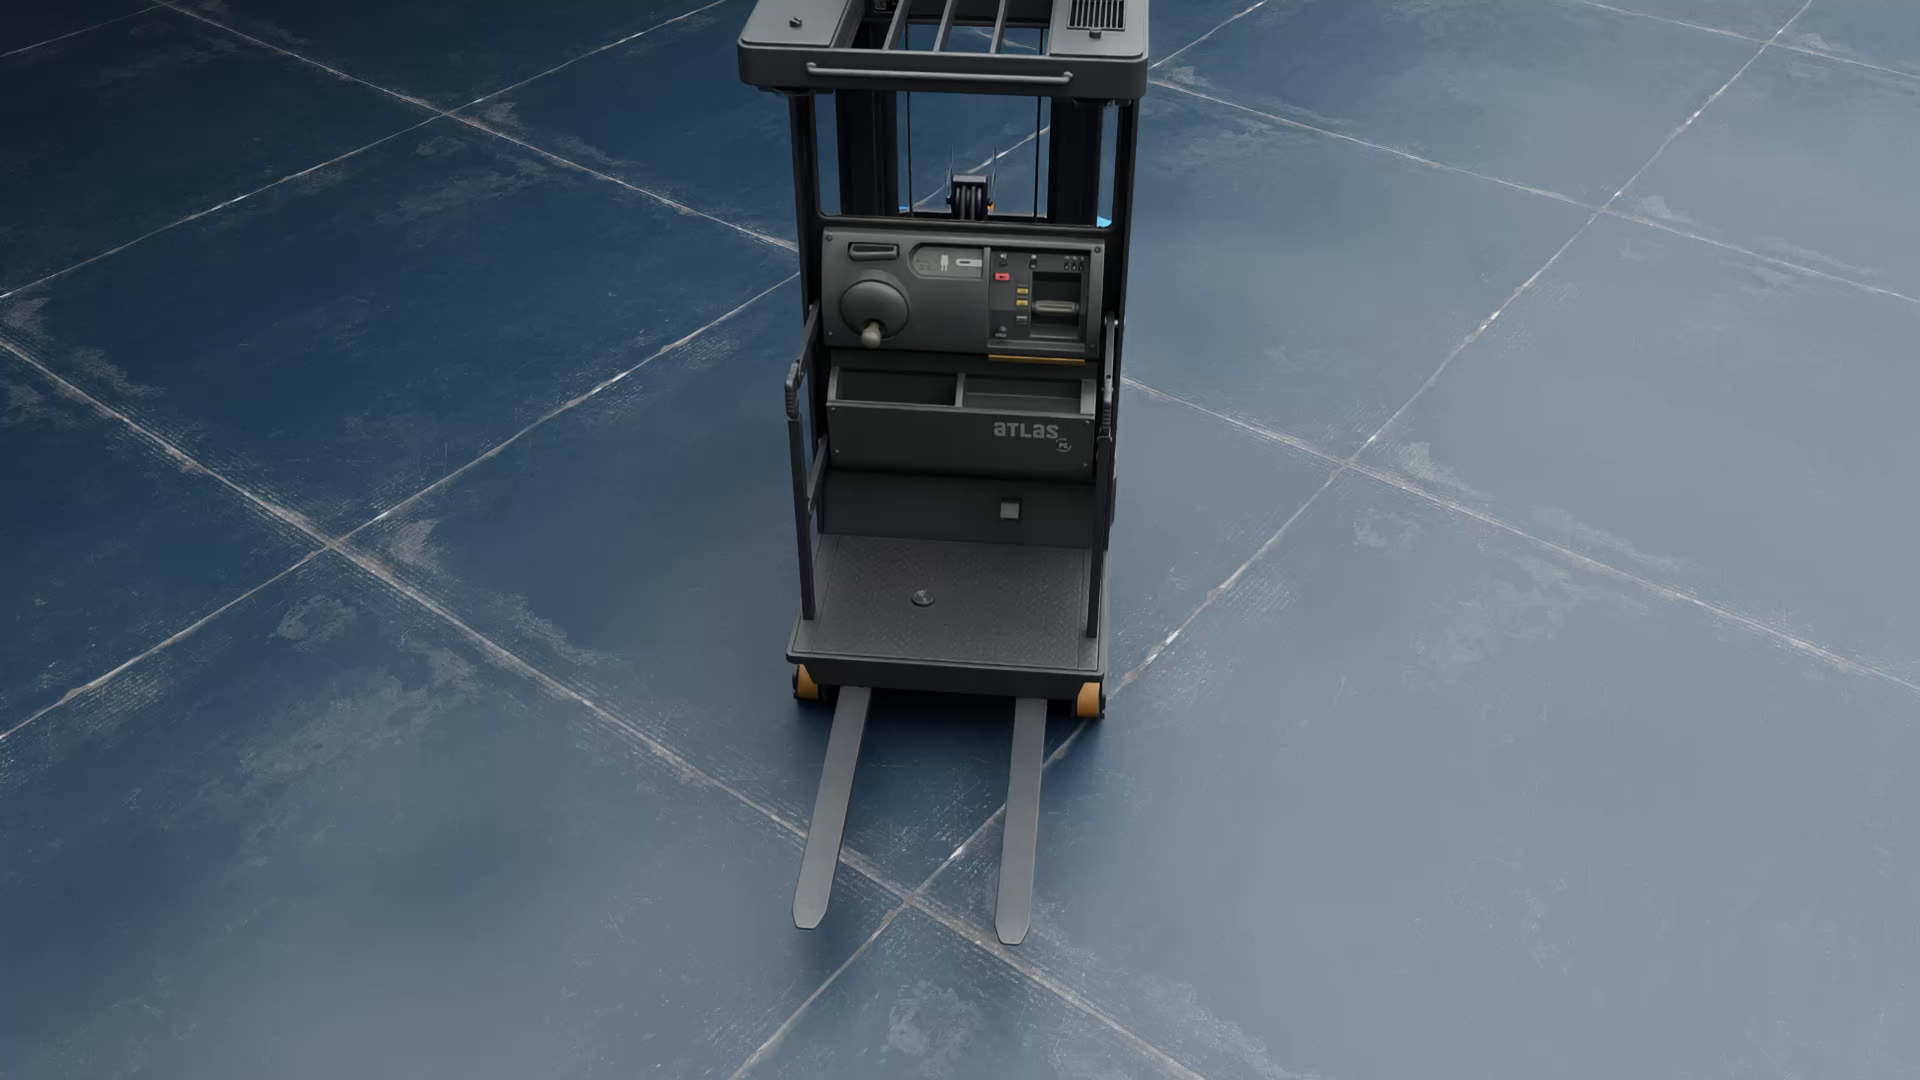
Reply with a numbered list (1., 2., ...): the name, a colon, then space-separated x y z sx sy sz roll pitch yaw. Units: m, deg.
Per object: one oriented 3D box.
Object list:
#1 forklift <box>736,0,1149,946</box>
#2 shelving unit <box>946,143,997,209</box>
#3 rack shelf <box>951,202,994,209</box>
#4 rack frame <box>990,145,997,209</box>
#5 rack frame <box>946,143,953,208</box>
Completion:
1. forklift: -0.012 -0.740 5.318 1.130 2.935 3.031 3 38 4
2. shelving unit: 0.046 -1.094 7.169 0.189 1.200 0.258 3 37 4
3. rack shelf: 0.047 -1.346 6.980 0.180 0.103 0.258 3 37 4
4. rack frame: 0.137 -1.088 7.162 0.006 1.200 0.240 3 37 4
5. rack frame: -0.045 -1.099 7.176 0.006 1.200 0.240 3 37 4
